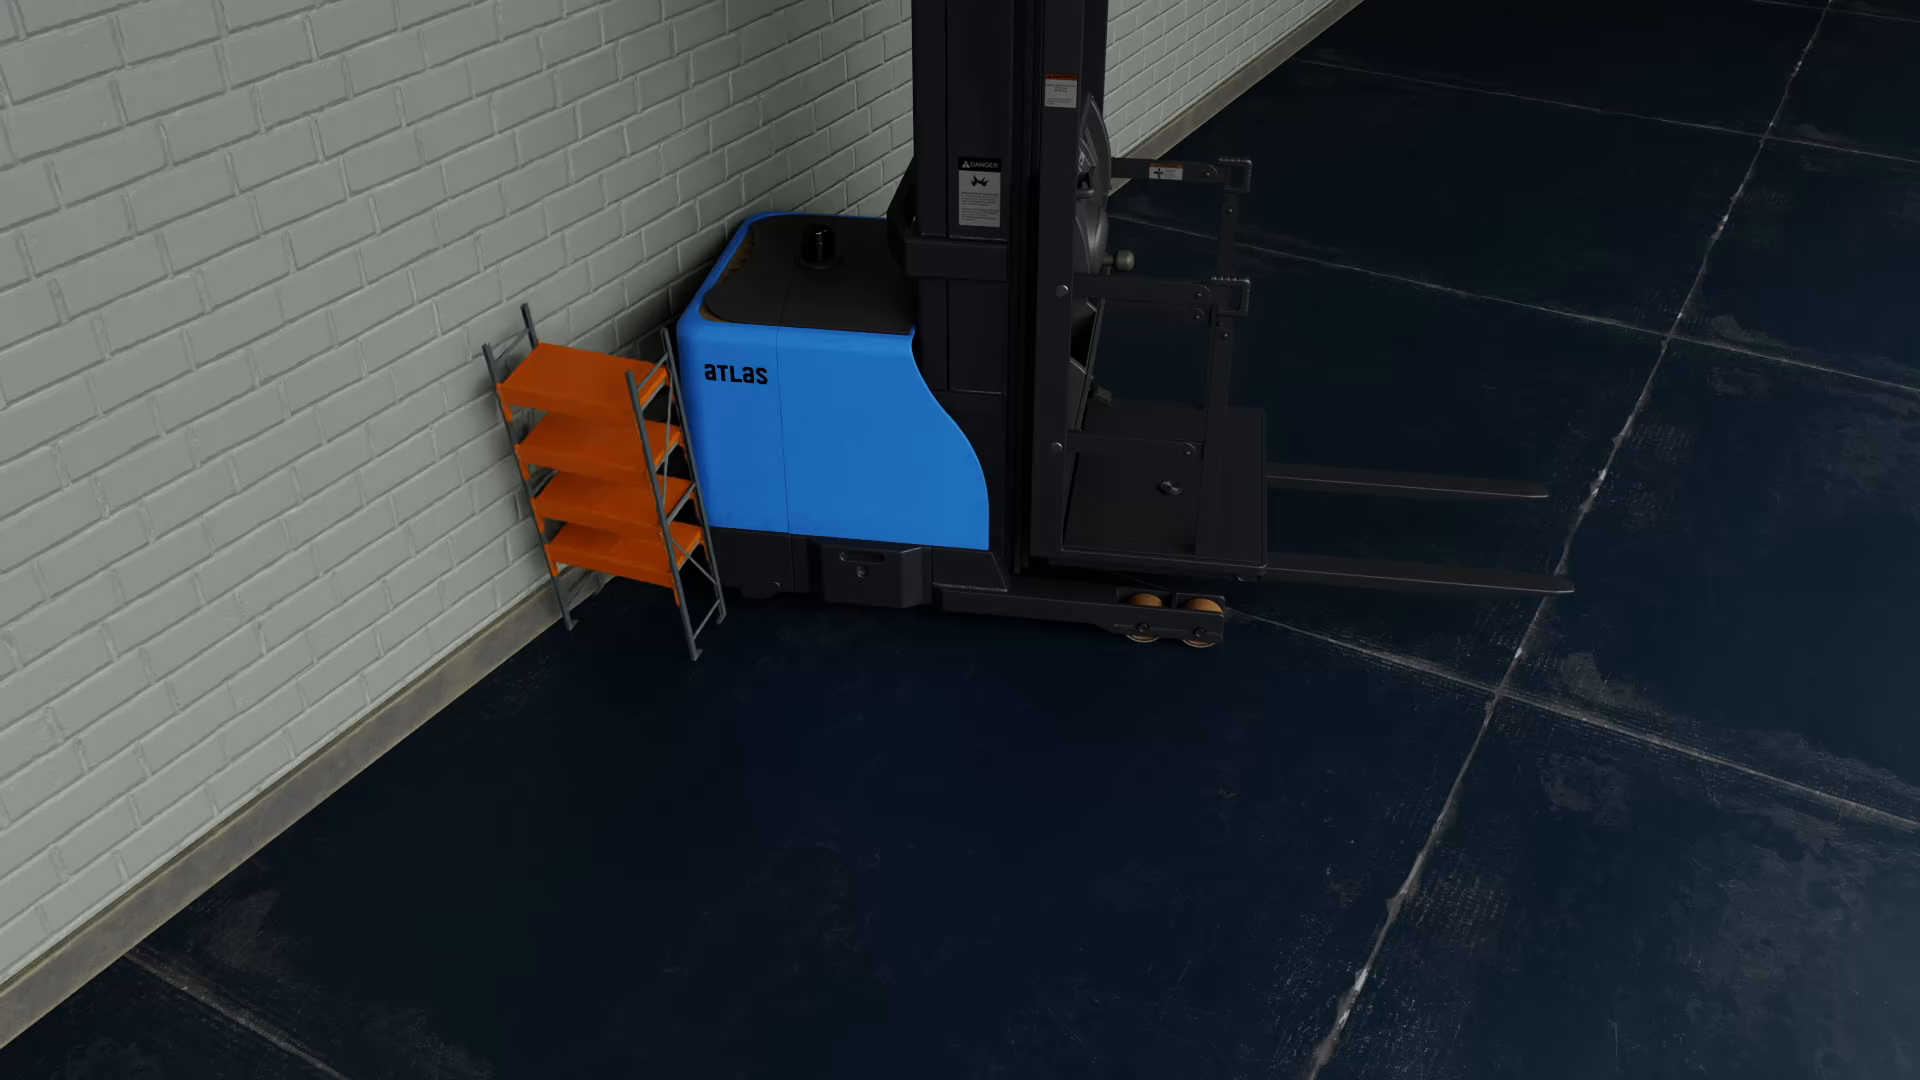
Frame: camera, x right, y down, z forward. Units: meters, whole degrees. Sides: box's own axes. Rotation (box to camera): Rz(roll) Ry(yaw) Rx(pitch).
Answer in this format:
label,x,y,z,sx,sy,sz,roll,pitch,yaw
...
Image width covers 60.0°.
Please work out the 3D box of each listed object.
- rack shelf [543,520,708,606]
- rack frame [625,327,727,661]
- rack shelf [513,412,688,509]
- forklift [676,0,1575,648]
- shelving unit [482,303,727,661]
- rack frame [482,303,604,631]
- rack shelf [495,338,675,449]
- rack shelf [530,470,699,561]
label,x,y,z,sx,sy,sz,roll,pitch,yaw
rack shelf,-1.108,0.037,5.560,0.480,0.148,0.258,12,44,17
rack frame,-0.894,-0.114,5.311,0.015,1.200,0.240,12,44,17
rack shelf,-1.131,-0.278,5.279,0.480,0.148,0.258,12,44,17
forklift,0.619,-1.168,5.360,3.031,2.935,1.130,5,34,7
shelving unit,-1.122,-0.161,5.383,0.503,1.200,0.258,12,44,17
rack frame,-1.351,-0.208,5.454,0.015,1.200,0.240,12,44,17
rack shelf,-1.144,-0.454,5.121,0.480,0.148,0.258,12,44,17
rack shelf,-1.118,-0.111,5.428,0.480,0.148,0.258,12,44,17
